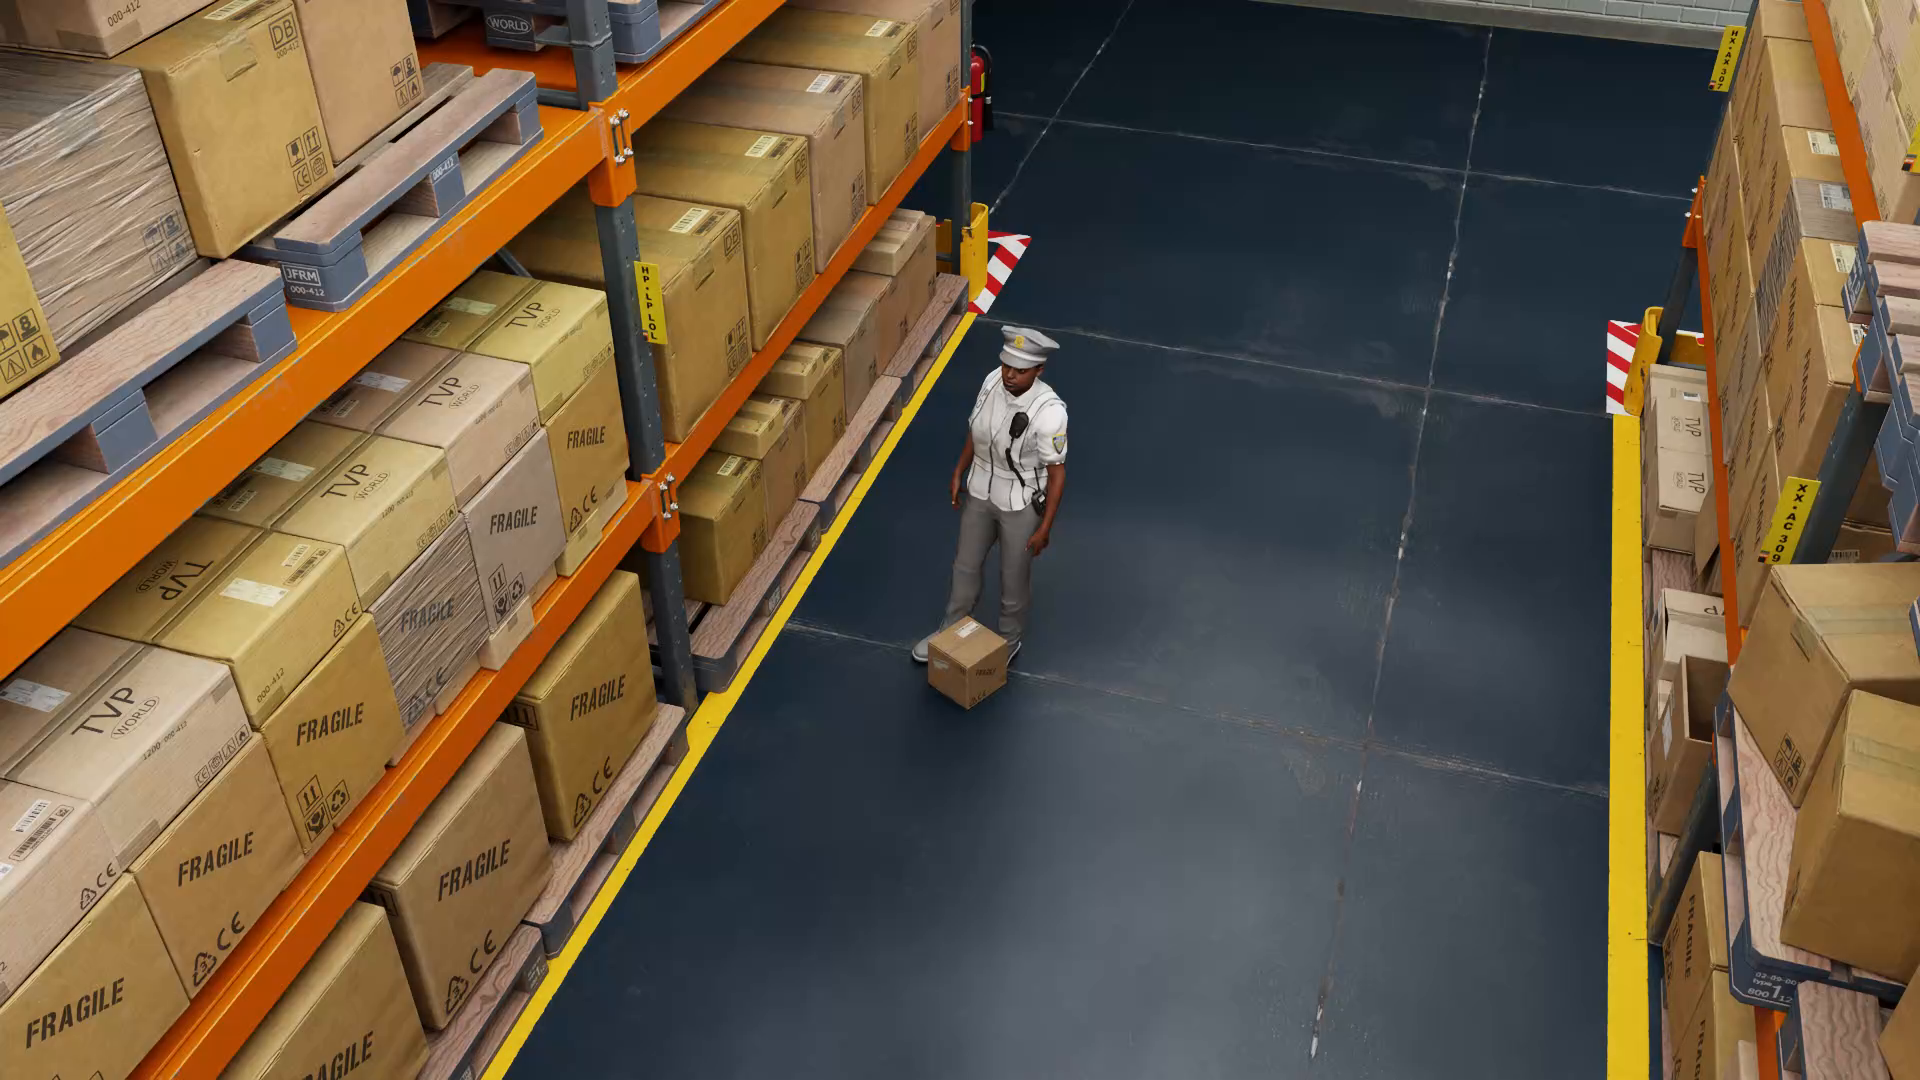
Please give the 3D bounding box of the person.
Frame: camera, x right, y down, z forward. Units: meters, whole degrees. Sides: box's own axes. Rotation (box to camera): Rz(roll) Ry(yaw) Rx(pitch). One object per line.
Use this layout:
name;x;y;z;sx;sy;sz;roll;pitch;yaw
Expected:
person;0.144;-0.146;7.039;0.569;1.696;0.528;29;46;33
